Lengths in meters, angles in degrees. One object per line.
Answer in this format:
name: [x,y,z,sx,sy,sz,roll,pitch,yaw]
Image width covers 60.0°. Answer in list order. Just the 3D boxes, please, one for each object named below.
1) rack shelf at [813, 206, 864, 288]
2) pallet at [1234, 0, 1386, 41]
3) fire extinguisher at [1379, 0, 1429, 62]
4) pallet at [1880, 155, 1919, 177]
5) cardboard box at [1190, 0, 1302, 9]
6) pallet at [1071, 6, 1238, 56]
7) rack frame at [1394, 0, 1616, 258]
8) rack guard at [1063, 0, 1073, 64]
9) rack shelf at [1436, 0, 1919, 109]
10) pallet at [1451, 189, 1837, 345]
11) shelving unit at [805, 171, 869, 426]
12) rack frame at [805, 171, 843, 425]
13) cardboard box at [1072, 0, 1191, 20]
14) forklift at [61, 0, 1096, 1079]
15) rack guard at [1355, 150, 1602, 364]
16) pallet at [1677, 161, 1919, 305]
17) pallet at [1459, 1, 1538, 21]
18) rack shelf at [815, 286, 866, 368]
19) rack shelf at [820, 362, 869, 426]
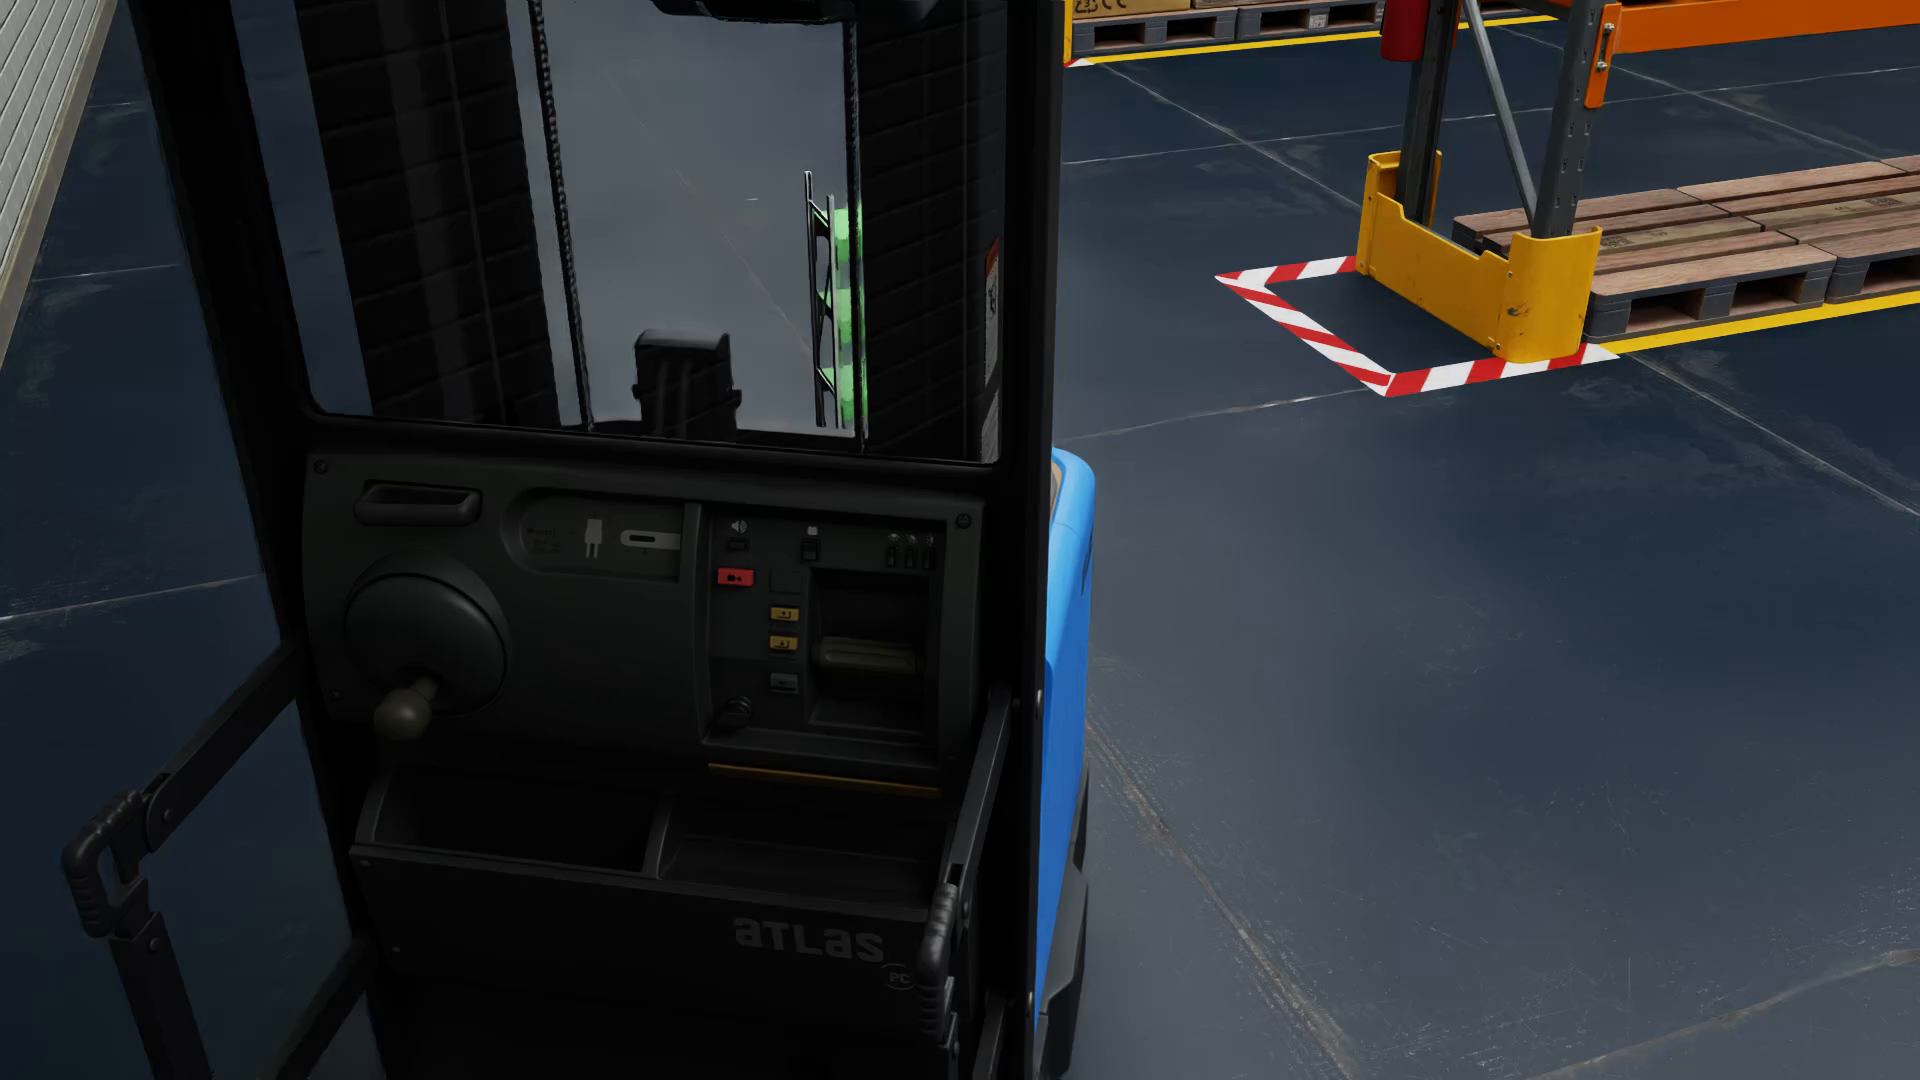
rack shelf: [-0.155,-0.854,4.697,0.480,0.148,0.258,-10,31,-18]
pallet: [2.248,-3.758,11.632,1.213,0.211,1.003,-10,31,-18]
fire extinguisher: [1.811,-2.277,6.672,0.183,0.674,0.296,-10,31,-18]
pallet: [5.184,-1.622,7.884,1.213,0.211,1.003,-10,31,-18]
cardboard box: [1.809,-4.150,11.226,0.875,0.875,0.875,-10,31,-18]
pallet: [1.106,-3.549,11.266,1.213,0.211,1.003,-10,31,-18]
rack frame: [2.111,-2.288,6.236,0.127,3.000,1.000,-10,31,-18]
rack guard: [0.362,-3.496,10.881,0.348,0.500,1.175,-10,31,-18]
rack shelf: [3.986,-2.321,7.020,4.000,0.370,1.077,-10,31,-18]
pallet: [2.898,-1.201,7.145,1.213,0.211,1.003,-10,31,-18]
shelving unit: [-0.155,-0.493,4.903,0.503,1.200,0.258,-10,31,-18]
rack frame: [-0.384,-0.451,4.829,0.015,1.200,0.240,-10,31,-18]
cardboard box: [0.956,-3.993,10.951,0.875,0.875,0.875,-10,31,-18]
forklift: [-0.468,0.146,2.033,1.130,2.935,3.031,5,30,8]
rack guard: [2.093,-1.192,6.837,0.348,0.500,1.175,-10,31,-18]
pallet: [4.039,-1.410,7.511,1.213,0.211,1.003,-10,31,-18]
pallet: [3.393,-3.970,12.005,1.213,0.211,1.003,-10,31,-18]
rack shelf: [-0.155,-0.646,4.816,0.480,0.148,0.258,-10,31,-18]
rack shelf: [-0.155,-0.437,4.934,0.480,0.148,0.258,-10,31,-18]
